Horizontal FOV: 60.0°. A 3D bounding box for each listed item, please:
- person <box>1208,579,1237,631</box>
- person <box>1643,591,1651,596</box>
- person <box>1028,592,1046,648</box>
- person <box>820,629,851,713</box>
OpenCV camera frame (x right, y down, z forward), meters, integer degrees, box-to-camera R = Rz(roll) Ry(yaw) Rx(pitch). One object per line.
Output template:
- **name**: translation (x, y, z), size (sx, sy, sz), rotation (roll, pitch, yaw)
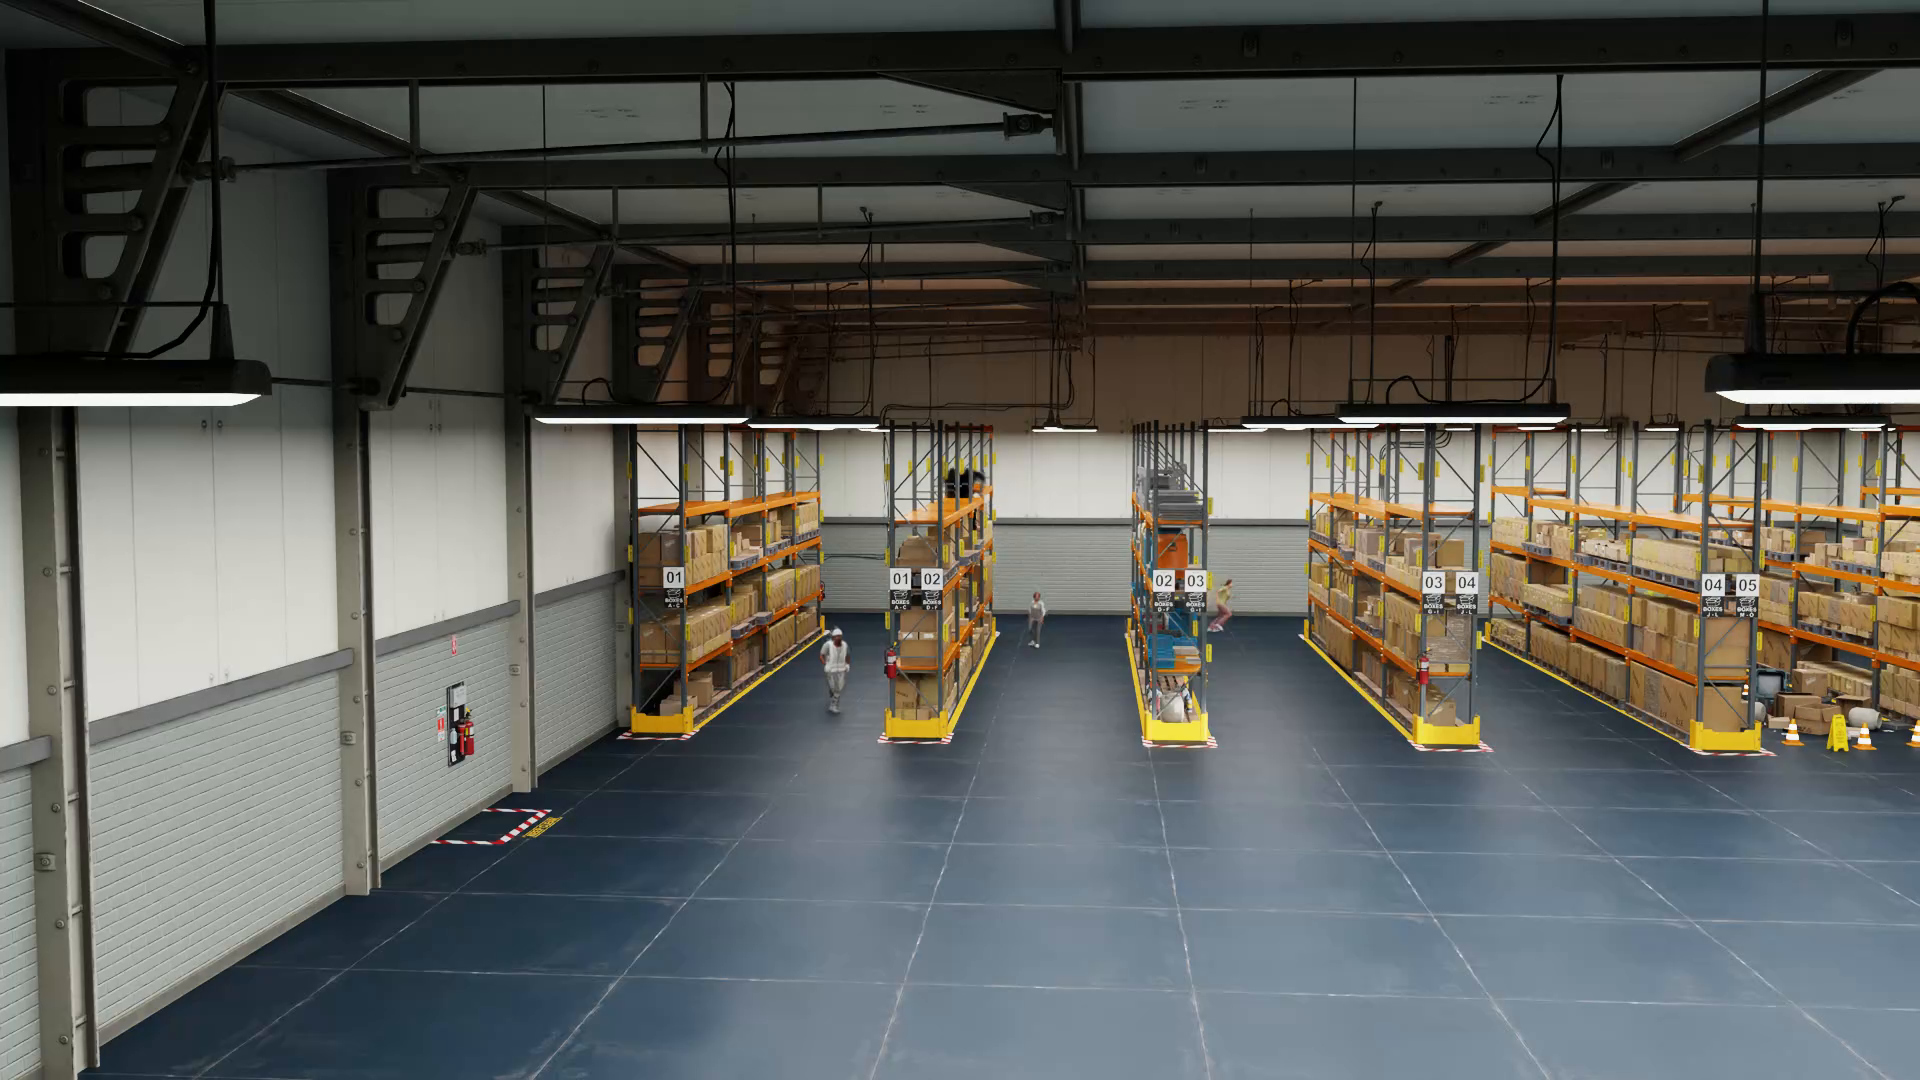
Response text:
- **person**: translation (7.647, 1.899, 48.382), size (0.841, 1.523, 0.579), rotation (1, 4, 17)
- **person**: translation (17.422, 2.168, 42.265), size (0.699, 1.748, 0.931), rotation (-1, 4, -11)
- **person**: translation (2.042, 2.137, 44.499), size (0.561, 1.543, 0.598), rotation (1, 4, 18)
- **person**: translation (-2.590, 2.688, 34.417), size (0.674, 1.730, 0.624), rotation (-1, 4, -17)
